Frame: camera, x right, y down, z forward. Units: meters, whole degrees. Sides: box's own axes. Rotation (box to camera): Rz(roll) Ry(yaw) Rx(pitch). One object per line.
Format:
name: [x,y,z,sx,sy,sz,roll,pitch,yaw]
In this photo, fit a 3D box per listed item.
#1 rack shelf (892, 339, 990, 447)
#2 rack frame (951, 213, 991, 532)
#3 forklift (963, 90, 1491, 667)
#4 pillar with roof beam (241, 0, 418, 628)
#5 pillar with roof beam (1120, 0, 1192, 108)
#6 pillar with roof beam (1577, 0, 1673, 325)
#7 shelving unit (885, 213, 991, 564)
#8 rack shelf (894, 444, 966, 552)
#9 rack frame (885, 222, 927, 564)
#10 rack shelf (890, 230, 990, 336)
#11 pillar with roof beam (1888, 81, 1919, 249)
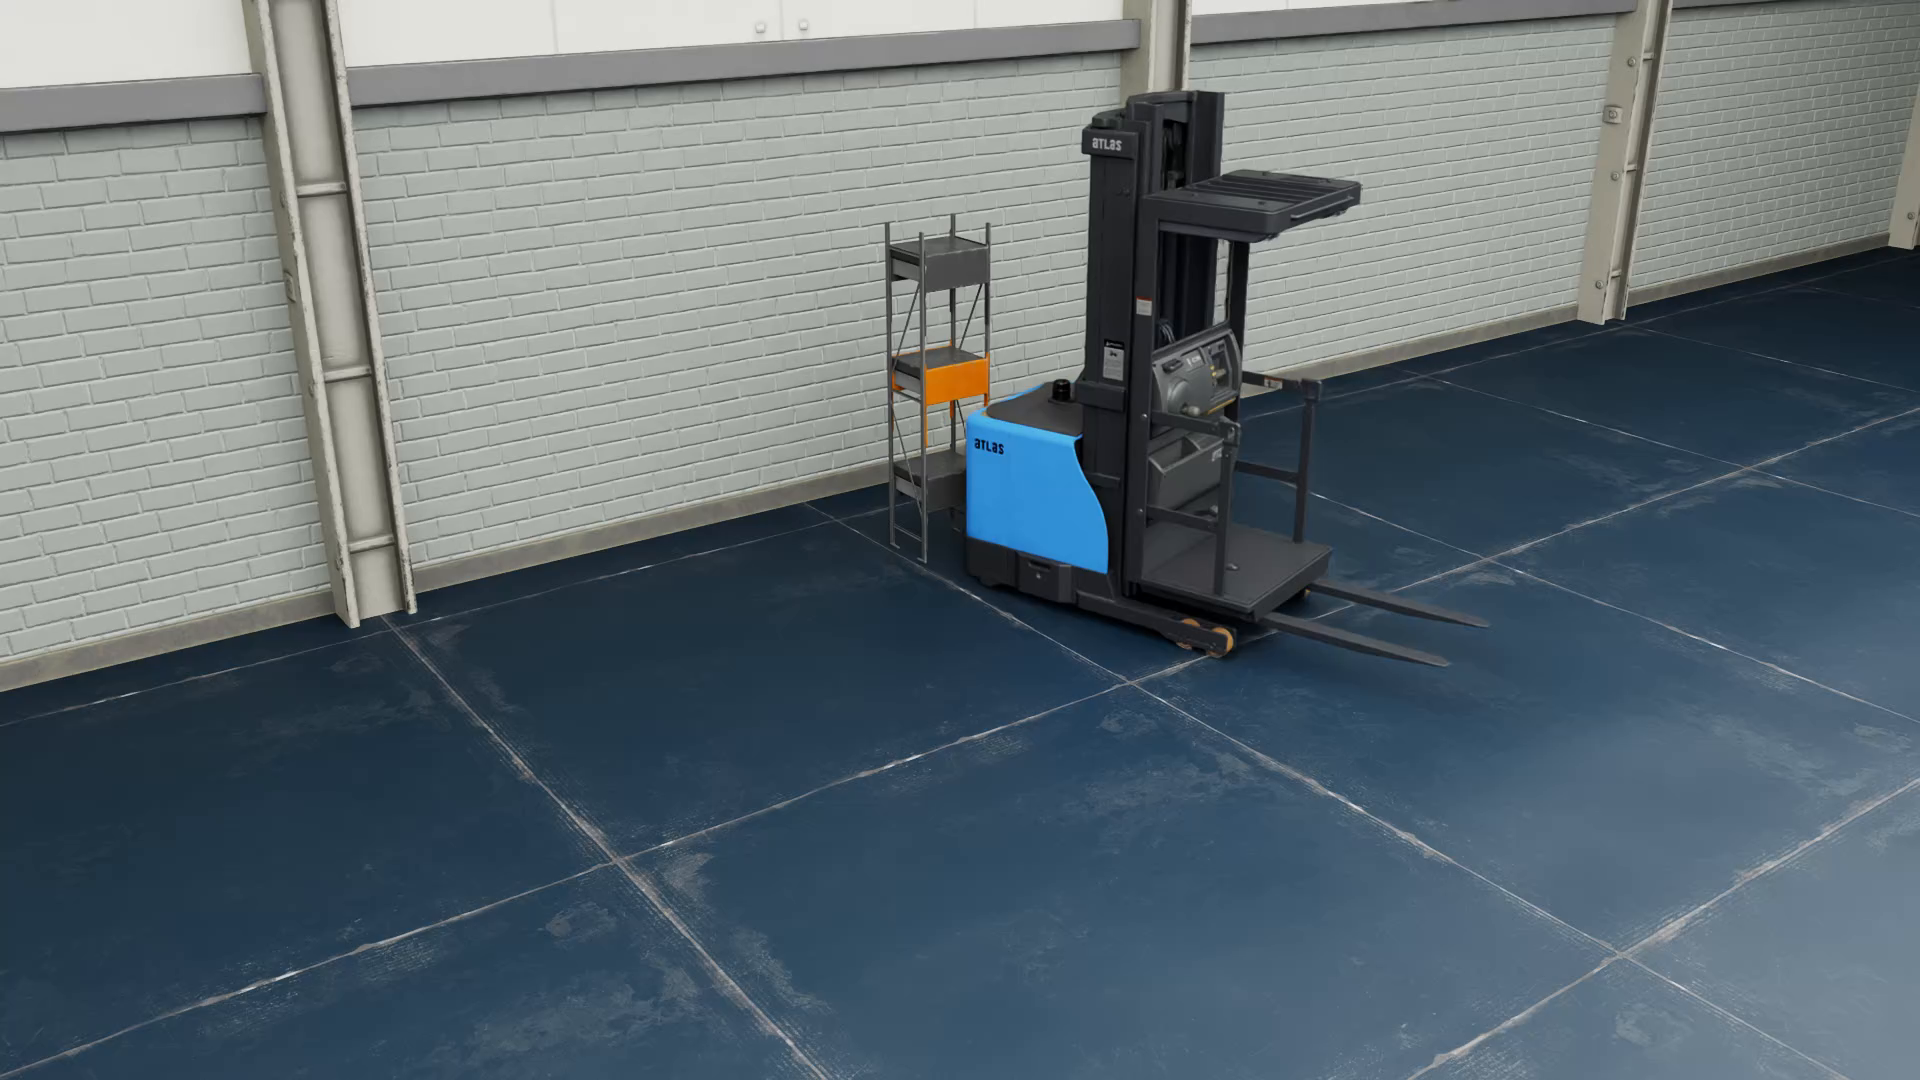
rack shelf: [-0.134,-0.927,10.422,0.480,0.518,0.431,-15,26,-33]
rack frame: [0.064,-0.992,10.550,0.015,2.100,0.400,-15,26,-33]
forklift: [1.508,-0.930,9.271,3.031,2.935,1.130,15,26,34]
pillar with roof beam: [-0.940,-2.462,4.925,0.400,9.000,9.100,-15,26,-33]
pillar with roof beam: [3.930,-3.761,8.180,0.400,9.000,9.100,-15,26,-33]
pillar with roof beam: [8.801,-5.060,11.435,0.400,9.000,9.100,-15,26,-33]
shelving unit: [-0.134,-0.939,10.417,0.503,2.100,0.431,-15,26,-33]
rack shelf: [-0.134,-0.277,10.682,0.480,0.518,0.431,-15,26,-33]
rack frame: [-0.332,-0.887,10.285,0.015,2.100,0.400,-15,26,-33]
rack shelf: [-0.134,-1.577,10.163,0.480,0.518,0.431,-15,26,-33]
pillar with roof beam: [13.671,-6.358,14.689,0.400,9.000,9.100,-15,26,-33]
